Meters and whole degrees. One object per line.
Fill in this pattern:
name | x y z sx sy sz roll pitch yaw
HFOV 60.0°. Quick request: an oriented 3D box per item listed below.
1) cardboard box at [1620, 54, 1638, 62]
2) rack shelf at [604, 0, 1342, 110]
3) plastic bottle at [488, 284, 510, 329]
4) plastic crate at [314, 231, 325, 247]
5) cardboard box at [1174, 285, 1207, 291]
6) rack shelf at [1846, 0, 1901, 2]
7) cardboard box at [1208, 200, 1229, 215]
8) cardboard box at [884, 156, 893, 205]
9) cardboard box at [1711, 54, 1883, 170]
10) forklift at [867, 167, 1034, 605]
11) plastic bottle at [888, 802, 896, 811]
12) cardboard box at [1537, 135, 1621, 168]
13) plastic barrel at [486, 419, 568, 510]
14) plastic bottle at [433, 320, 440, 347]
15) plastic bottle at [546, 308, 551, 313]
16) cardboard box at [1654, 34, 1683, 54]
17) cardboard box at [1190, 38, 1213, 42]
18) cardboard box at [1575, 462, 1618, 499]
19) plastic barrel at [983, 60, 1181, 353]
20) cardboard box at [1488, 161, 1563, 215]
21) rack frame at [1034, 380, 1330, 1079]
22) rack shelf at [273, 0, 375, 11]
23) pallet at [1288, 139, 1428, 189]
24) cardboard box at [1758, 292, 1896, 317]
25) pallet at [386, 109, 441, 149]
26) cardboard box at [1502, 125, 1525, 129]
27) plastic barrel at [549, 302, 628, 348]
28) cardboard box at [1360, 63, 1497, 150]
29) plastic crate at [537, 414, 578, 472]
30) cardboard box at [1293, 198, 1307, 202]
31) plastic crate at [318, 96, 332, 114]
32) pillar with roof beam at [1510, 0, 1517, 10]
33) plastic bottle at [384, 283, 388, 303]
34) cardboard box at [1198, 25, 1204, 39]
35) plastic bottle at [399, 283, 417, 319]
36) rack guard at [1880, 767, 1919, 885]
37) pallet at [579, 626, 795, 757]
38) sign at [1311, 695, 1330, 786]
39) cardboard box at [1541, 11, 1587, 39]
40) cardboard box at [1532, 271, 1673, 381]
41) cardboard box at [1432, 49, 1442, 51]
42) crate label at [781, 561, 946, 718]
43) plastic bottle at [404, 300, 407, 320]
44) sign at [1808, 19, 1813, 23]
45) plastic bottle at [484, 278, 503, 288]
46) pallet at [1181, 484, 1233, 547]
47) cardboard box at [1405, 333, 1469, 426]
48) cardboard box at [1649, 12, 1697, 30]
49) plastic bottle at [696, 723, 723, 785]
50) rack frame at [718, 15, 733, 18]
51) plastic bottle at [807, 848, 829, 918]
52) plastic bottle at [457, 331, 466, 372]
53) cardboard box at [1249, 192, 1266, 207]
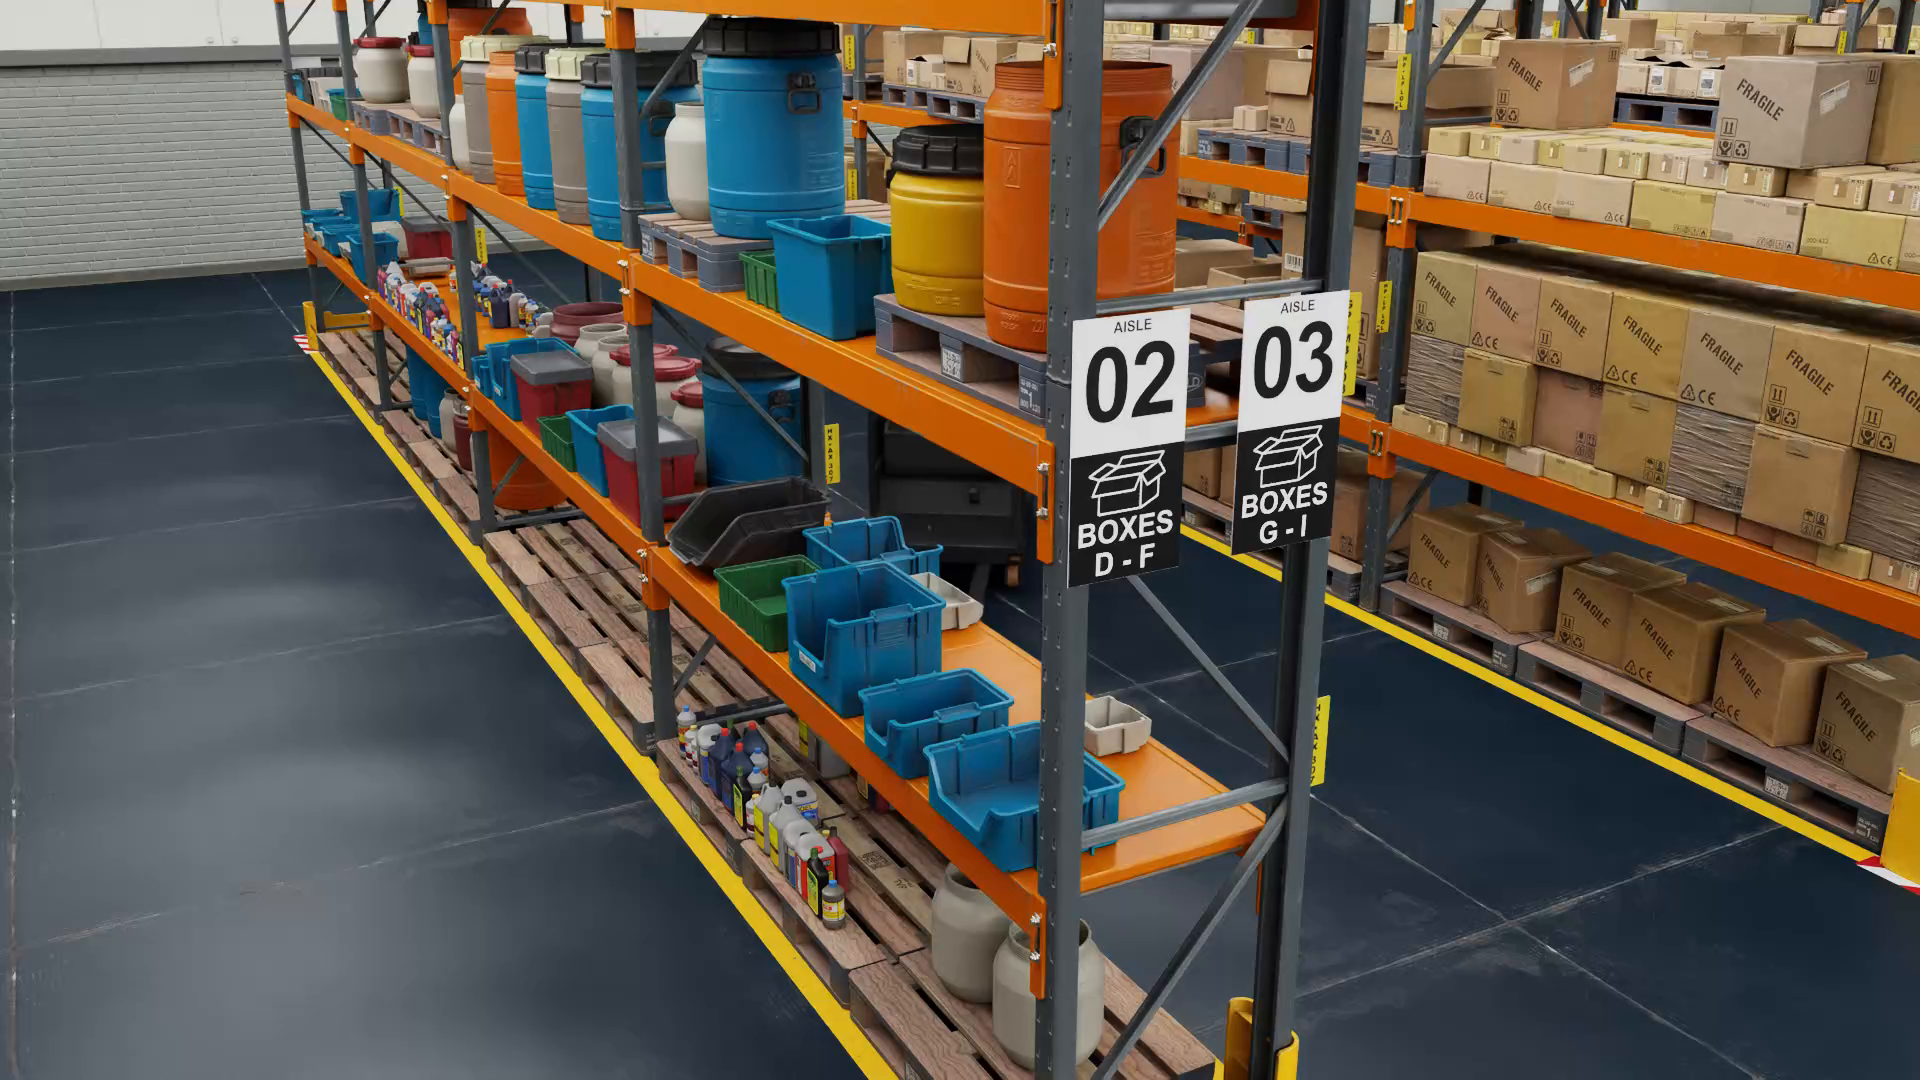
cardboard box | 5.837 -4.283 15.187 0.500 0.311 0.500 -10 21 -27
rack shelf | -0.236 -1.981 6.294 1.077 0.370 4.000 -10 21 -27
plastic bottle | -3.807 -1.930 13.703 0.144 0.351 0.185 -10 21 -27
plastic crate | -6.655 -3.176 17.549 0.250 0.136 0.298 -10 21 -27
cardboard box | 1.867 -1.775 12.763 0.500 0.250 0.500 -11 22 -28
rack shelf | 9.046 -6.580 19.621 1.077 0.370 4.000 -10 21 -27
cardboard box | 3.228 -4.036 20.114 0.380 0.149 0.250 -11 22 -28
cardboard box | -0.315 -3.652 16.925 0.797 0.503 0.637 -11 22 -28
cardboard box | 4.114 -2.116 8.190 0.500 0.500 0.500 -10 21 -27
forklift | -0.093 -1.165 11.513 1.130 2.935 3.031 2 19 5
plastic bottle | -0.308 1.166 8.155 0.152 0.276 0.135 -10 21 -26
cardboard box | 3.508 -2.199 9.427 0.380 0.149 0.250 -9 21 -25
plastic barrel | -3.332 -0.707 12.766 0.600 0.830 0.708 -10 21 -27
plastic bottle | -4.078 -1.623 13.041 0.097 0.201 0.097 0 19 0
plastic bottle | -3.249 -1.694 13.122 0.061 0.283 0.133 -10 21 -27
cardboard box | 8.699 -6.201 20.899 0.500 0.311 0.500 -10 21 -27
cardboard box | 3.108 -5.879 19.936 0.500 0.250 0.500 -11 22 -29
cardboard box | 3.735 -0.360 9.462 0.380 0.149 0.250 -10 21 -27
plastic barrel | 0.371 -1.040 5.145 0.600 0.830 0.708 -10 21 -27
cardboard box | 3.417 -2.043 9.585 0.500 0.250 0.500 -10 22 -27
rack frame | 0.714 0.900 5.426 1.000 3.000 0.127 -10 21 -27
rack shelf | -5.934 -5.426 16.277 1.077 0.370 4.000 -10 21 -27
pallet | 2.974 -2.539 11.080 1.213 0.211 1.003 -10 21 -27
cardboard box | 4.582 -1.016 8.836 0.500 0.500 0.500 -10 21 -27
pallet | -3.985 -3.339 13.400 1.003 0.211 1.213 -10 21 -27
cardboard box | 3.582 -2.503 10.306 0.380 0.149 0.250 -9 21 -25
plastic barrel | -2.598 -1.375 11.809 0.600 0.536 0.708 -10 21 -27
cardboard box | 3.037 -2.831 10.838 0.797 0.503 0.637 -11 22 -29
plastic crate | -2.261 -0.605 10.110 0.450 0.188 0.662 -10 21 -27
cardboard box | 3.942 -3.865 18.519 0.380 0.149 0.250 -11 22 -29
plastic crate | -5.923 -4.145 15.850 0.293 0.136 0.466 -10 21 -27
pillar with roof beam | 6.287 -9.848 27.376 9.100 9.000 0.400 -10 21 -27
plastic bottle | -5.051 -2.211 14.746 0.097 0.201 0.097 0 19 0
cardboard box | 3.090 -6.103 19.972 0.380 0.149 0.250 -9 21 -25
plastic bottle | -4.660 -2.029 14.103 0.152 0.276 0.135 -10 21 -27
rack guard | 5.037 1.292 8.120 1.175 0.500 0.348 -10 21 -27
pallet | -1.592 0.850 9.844 1.003 0.211 1.213 -10 21 -27
sign | 1.200 0.685 5.624 0.100 0.325 0.005 -10 21 -27
cardboard box | 8.002 -6.760 22.074 0.500 0.500 0.500 -10 21 -26
cardboard box | 3.639 -1.221 9.429 0.500 0.500 0.500 -10 21 -27
cardboard box | 5.164 -4.859 17.362 0.500 0.500 0.500 -10 21 -27
crate label | -0.398 0.396 6.830 0.502 0.435 0.616 -10 21 -27
plastic bottle | -4.629 -1.956 14.006 0.097 0.201 0.097 0 19 0
sign | 11.989 -7.193 23.489 0.100 0.325 0.005 -10 21 -27
plastic bottle | -4.036 -2.135 14.411 0.152 0.276 0.135 -10 21 -27
pallet | 2.219 -0.272 13.095 1.003 0.211 1.213 -10 21 -27
cardboard box | 3.333 -1.065 10.510 0.875 0.500 0.500 -10 21 -27
cardboard box | 11.028 -8.032 25.720 0.500 0.250 0.500 -10 22 -27
plastic bottle | -1.242 1.079 8.408 0.152 0.276 0.135 -9 21 -25
rack frame | -2.525 -7.297 19.982 1.000 3.000 0.127 -10 21 -27
plastic bottle | -0.615 1.486 7.217 0.061 0.283 0.133 -9 21 -25
plastic bottle | -3.652 -1.392 12.245 0.061 0.283 0.133 -10 21 -27
cardboard box | 3.570 -3.947 19.213 0.380 0.149 0.250 -11 22 -29
